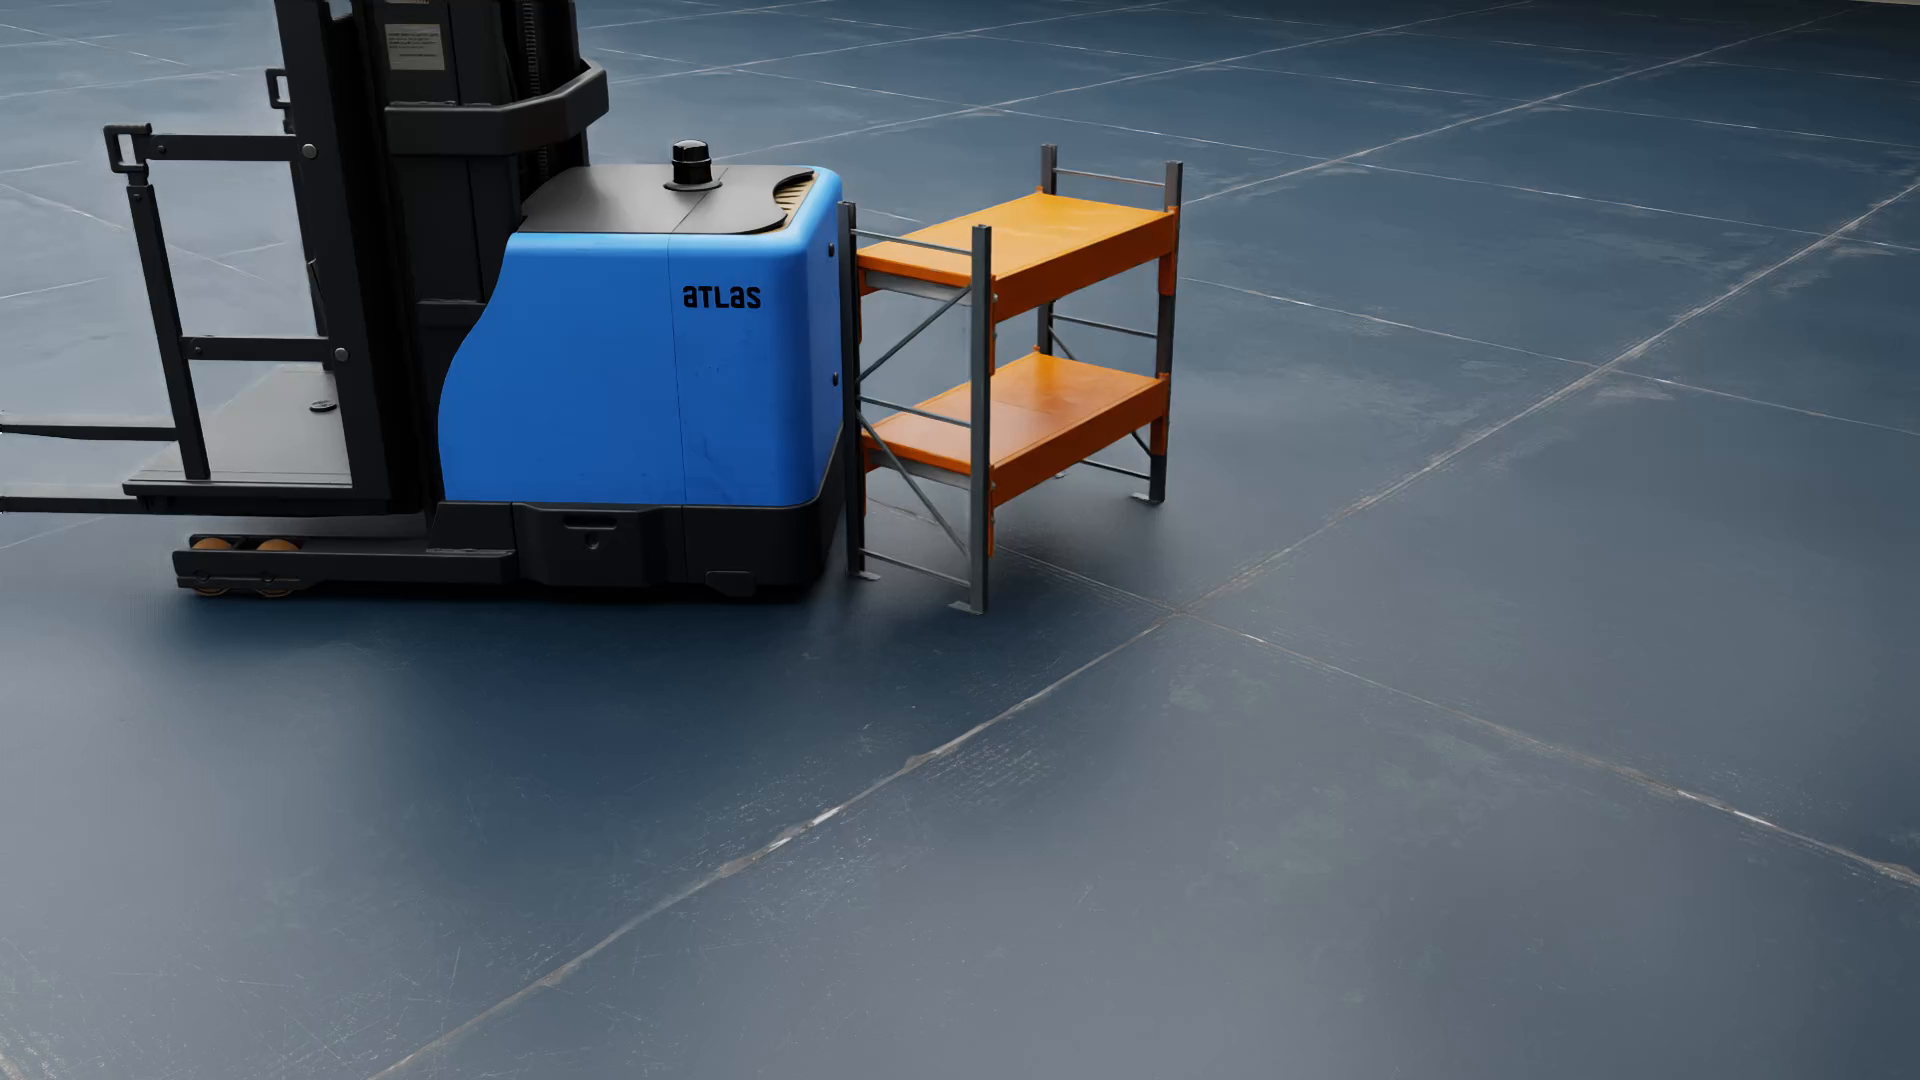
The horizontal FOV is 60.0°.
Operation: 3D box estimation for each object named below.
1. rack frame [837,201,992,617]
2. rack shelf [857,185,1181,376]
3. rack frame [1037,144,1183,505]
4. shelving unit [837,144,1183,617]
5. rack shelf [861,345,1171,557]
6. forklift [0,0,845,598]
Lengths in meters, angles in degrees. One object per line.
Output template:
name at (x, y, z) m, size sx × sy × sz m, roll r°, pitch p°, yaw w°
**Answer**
rack frame at (-0.129, -0.359, 4.676) m, size 0.500 × 1.125 × 0.032 m, roll 17°, pitch 29°, yaw 32°
rack shelf at (0.171, -0.794, 4.932) m, size 0.538 × 0.278 × 1.000 m, roll 17°, pitch 29°, yaw 32°
rack frame at (0.470, -0.696, 5.426) m, size 0.500 × 1.125 × 0.032 m, roll 17°, pitch 29°, yaw 32°
shelving unit at (0.171, -0.527, 5.051) m, size 0.538 × 1.125 × 1.048 m, roll 17°, pitch 29°, yaw 32°
rack shelf at (0.171, -0.304, 5.151) m, size 0.538 × 0.278 × 1.000 m, roll 17°, pitch 29°, yaw 32°
forklift at (-1.894, -1.384, 4.753) m, size 3.031 × 2.935 × 1.130 m, roll 1°, pitch 24°, yaw 3°
